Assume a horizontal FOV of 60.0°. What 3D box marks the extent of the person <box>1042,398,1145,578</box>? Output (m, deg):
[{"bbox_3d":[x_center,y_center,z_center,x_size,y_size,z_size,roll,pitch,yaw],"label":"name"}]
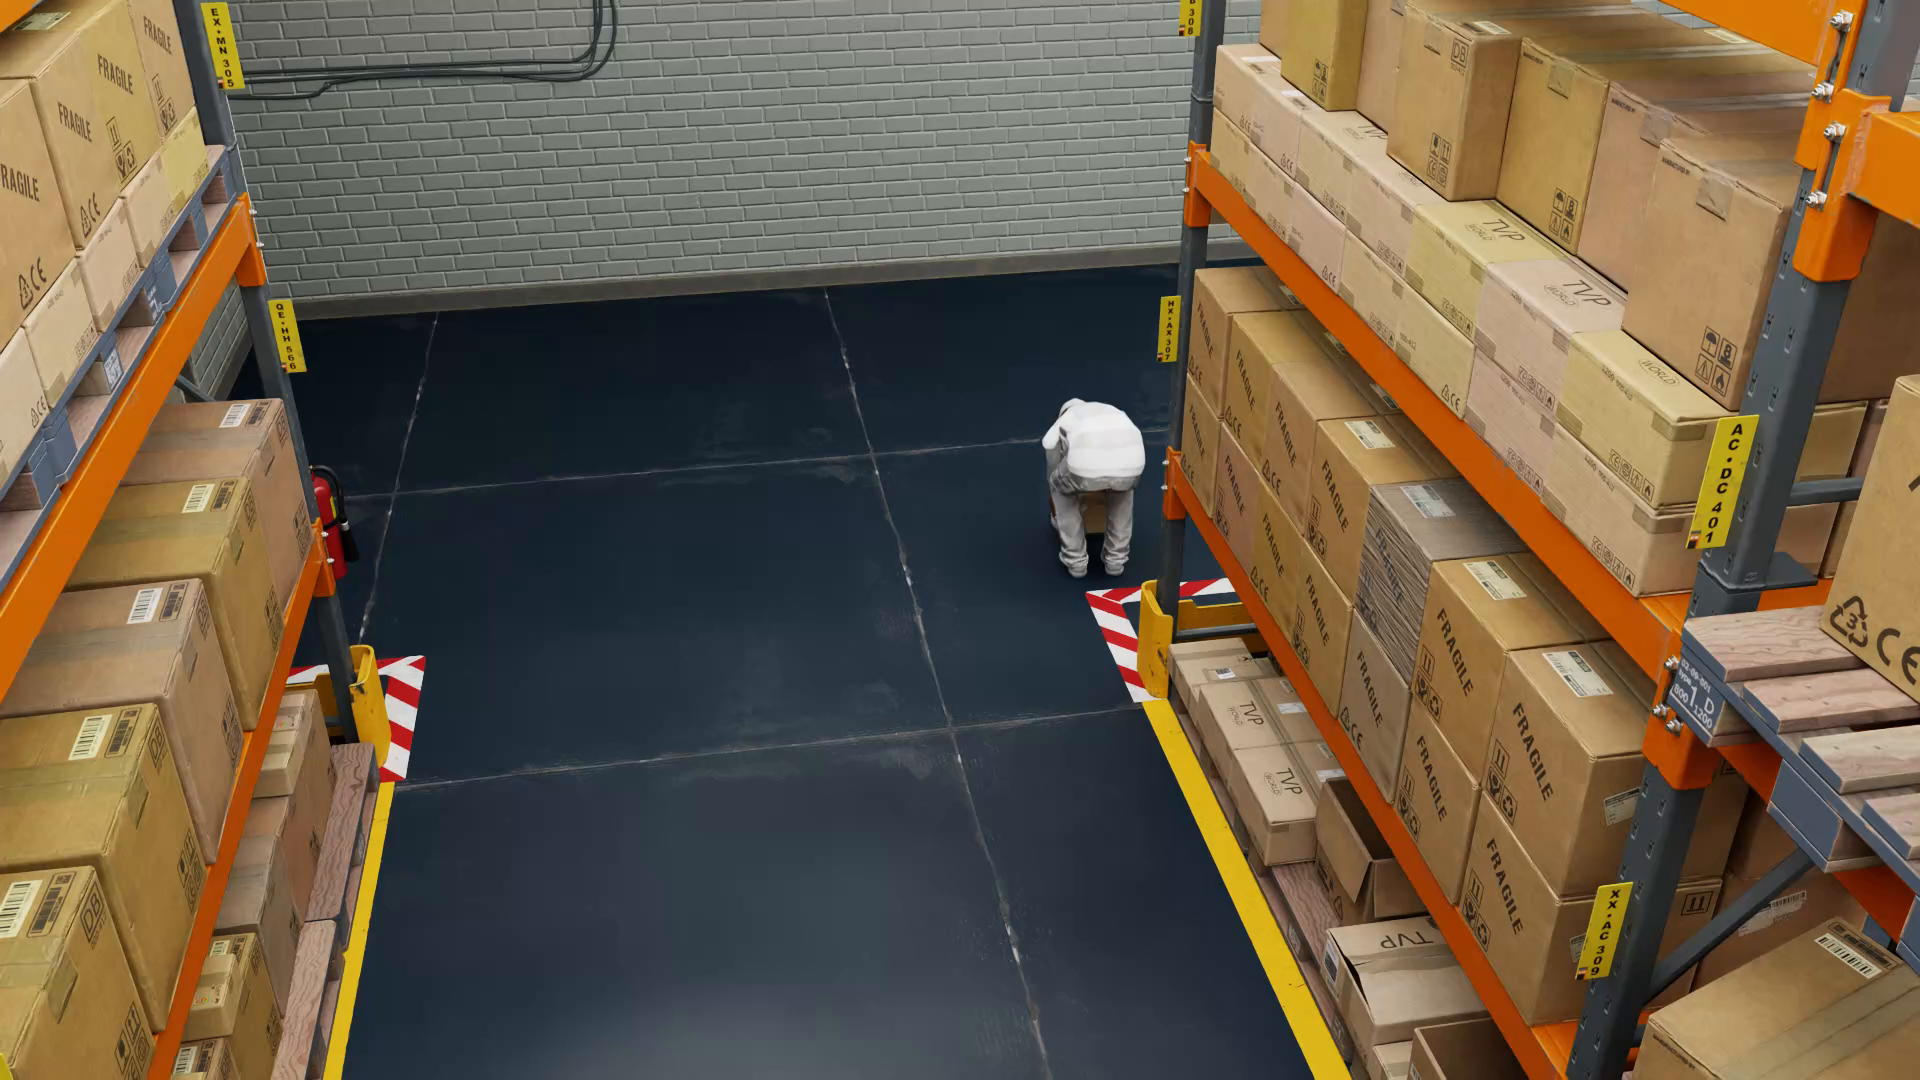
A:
[{"bbox_3d":[0.739,-0.347,9.491,0.523,0.989,0.980,-4,31,-7],"label":"person"}]
